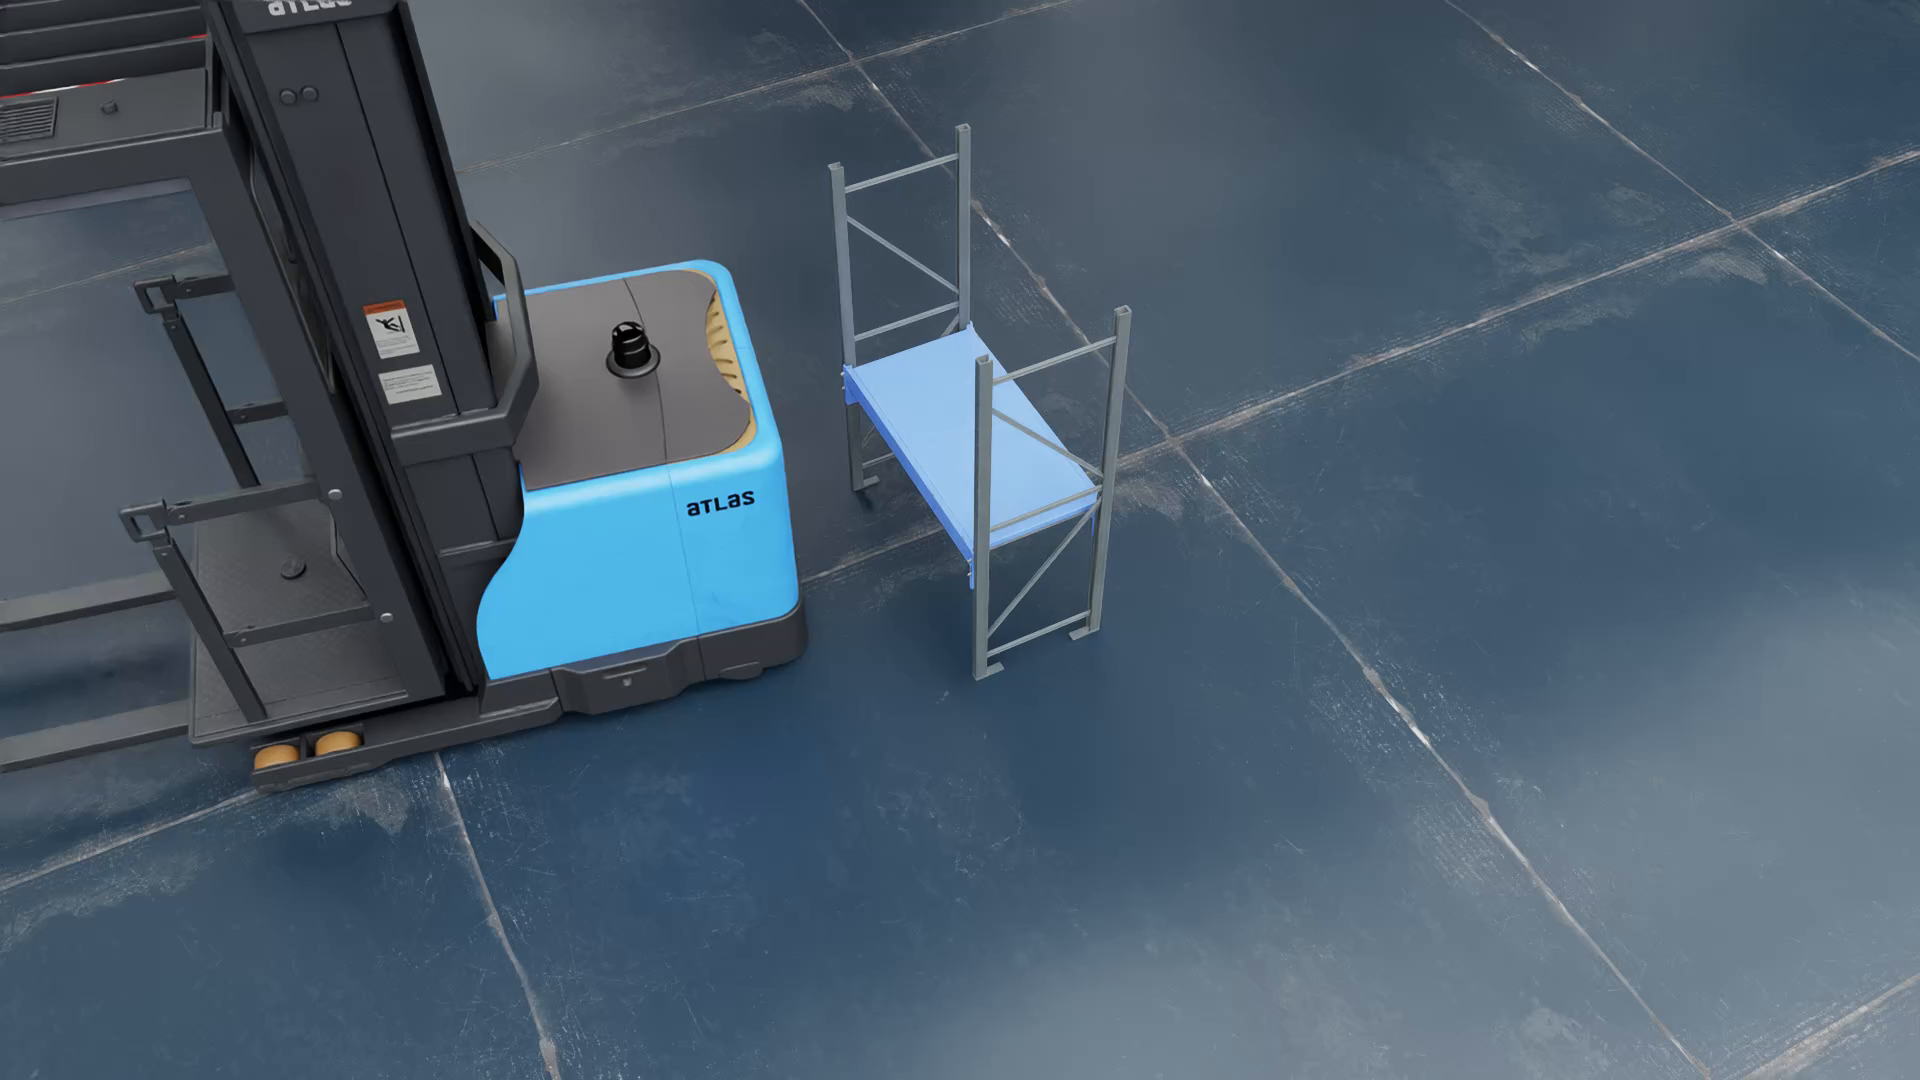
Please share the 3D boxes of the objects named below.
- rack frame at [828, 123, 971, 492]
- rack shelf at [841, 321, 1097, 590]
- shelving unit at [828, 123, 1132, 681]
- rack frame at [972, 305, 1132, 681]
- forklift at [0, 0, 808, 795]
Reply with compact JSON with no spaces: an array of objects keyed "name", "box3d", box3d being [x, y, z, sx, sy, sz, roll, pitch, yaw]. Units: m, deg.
[{"name":"rack frame","box3d":[-0.194,-0.777,5.933,0.500,1.500,0.032,-21,52,-18]},{"name":"rack shelf","box3d":[0.039,-0.318,5.771,0.538,0.185,1.000,-21,52,-18]},{"name":"shelving unit","box3d":[0.039,-0.437,5.636,0.538,1.500,1.048,-21,52,-18]},{"name":"rack frame","box3d":[0.272,-0.096,5.338,0.500,1.500,0.032,-21,52,-18]},{"name":"forklift","box3d":[-2.111,-0.578,4.808,3.031,2.935,1.130,-12,50,-10]}]
